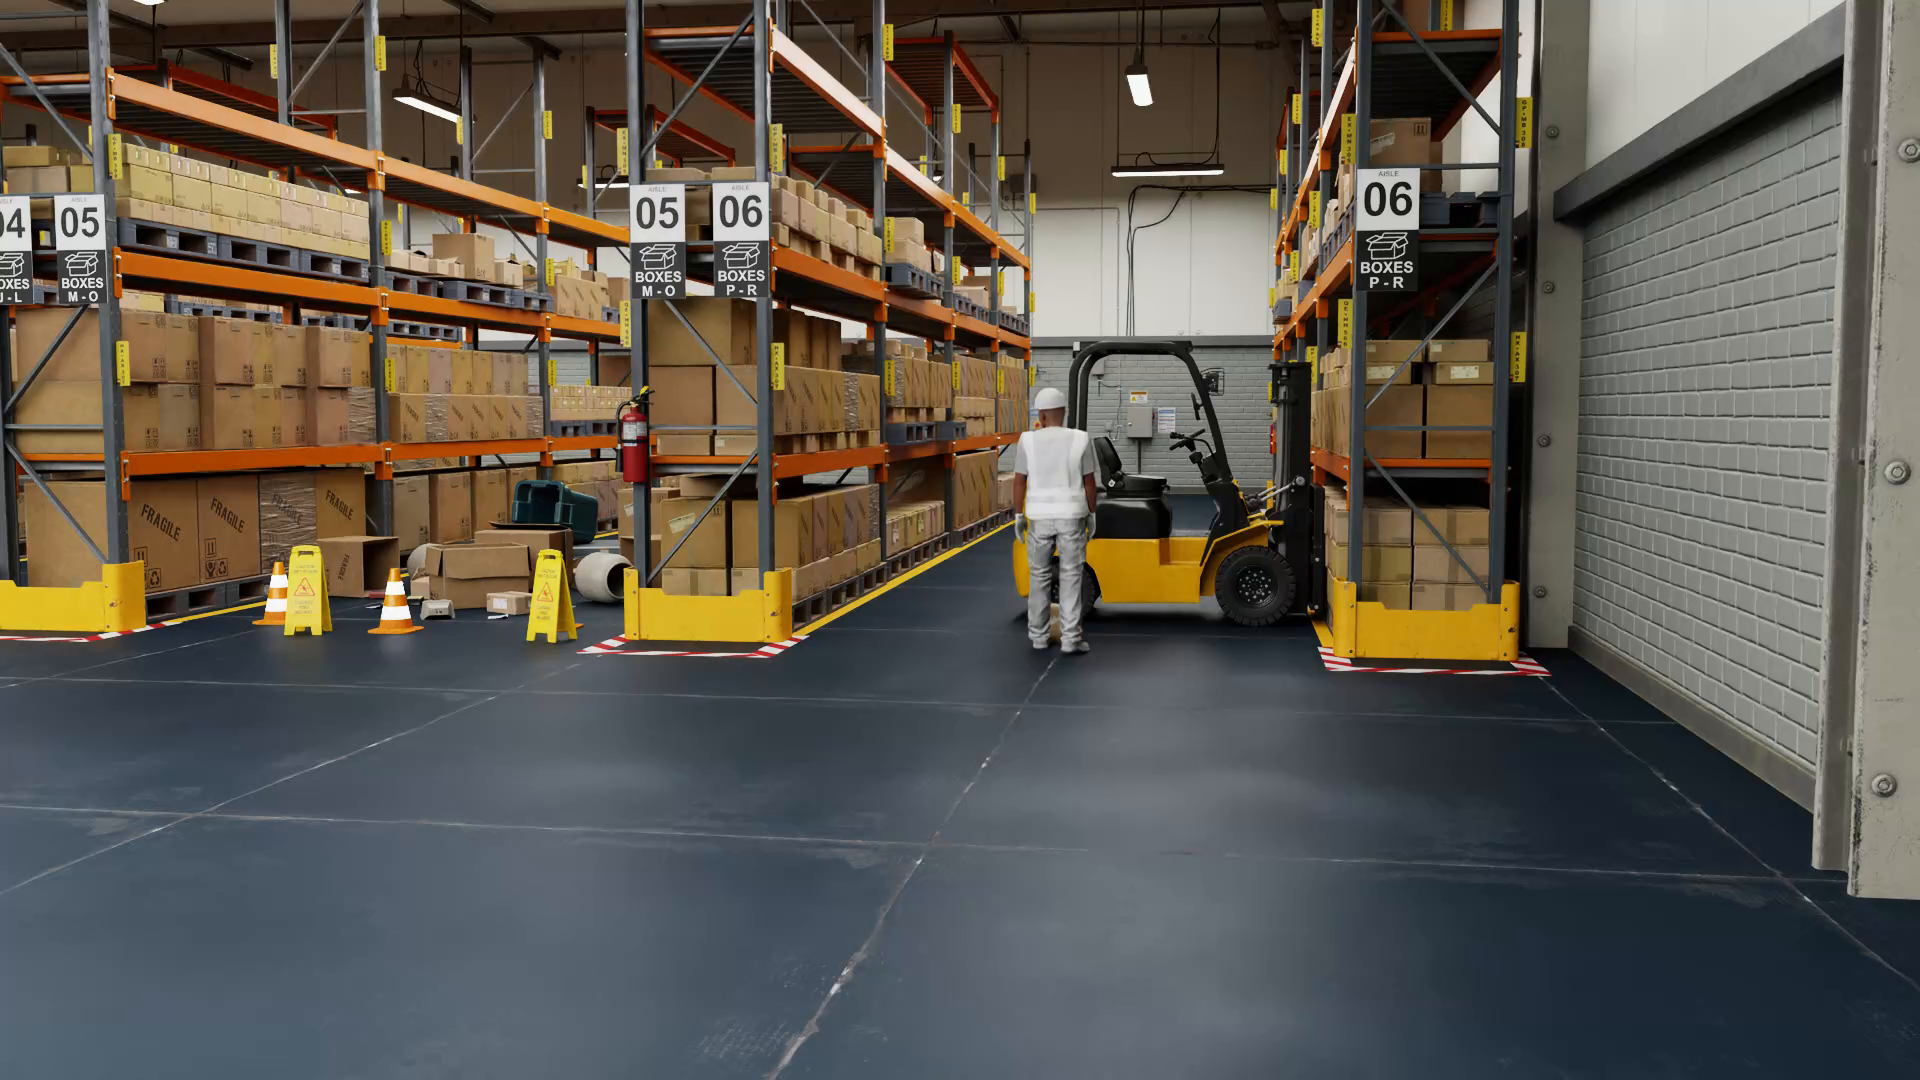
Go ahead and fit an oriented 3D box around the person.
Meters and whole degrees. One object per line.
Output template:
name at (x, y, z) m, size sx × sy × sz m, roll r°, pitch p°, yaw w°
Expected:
person at (0.650, -0.140, 11.285) m, size 0.562 × 1.784 × 0.532 m, roll 1°, pitch 4°, yaw 10°
